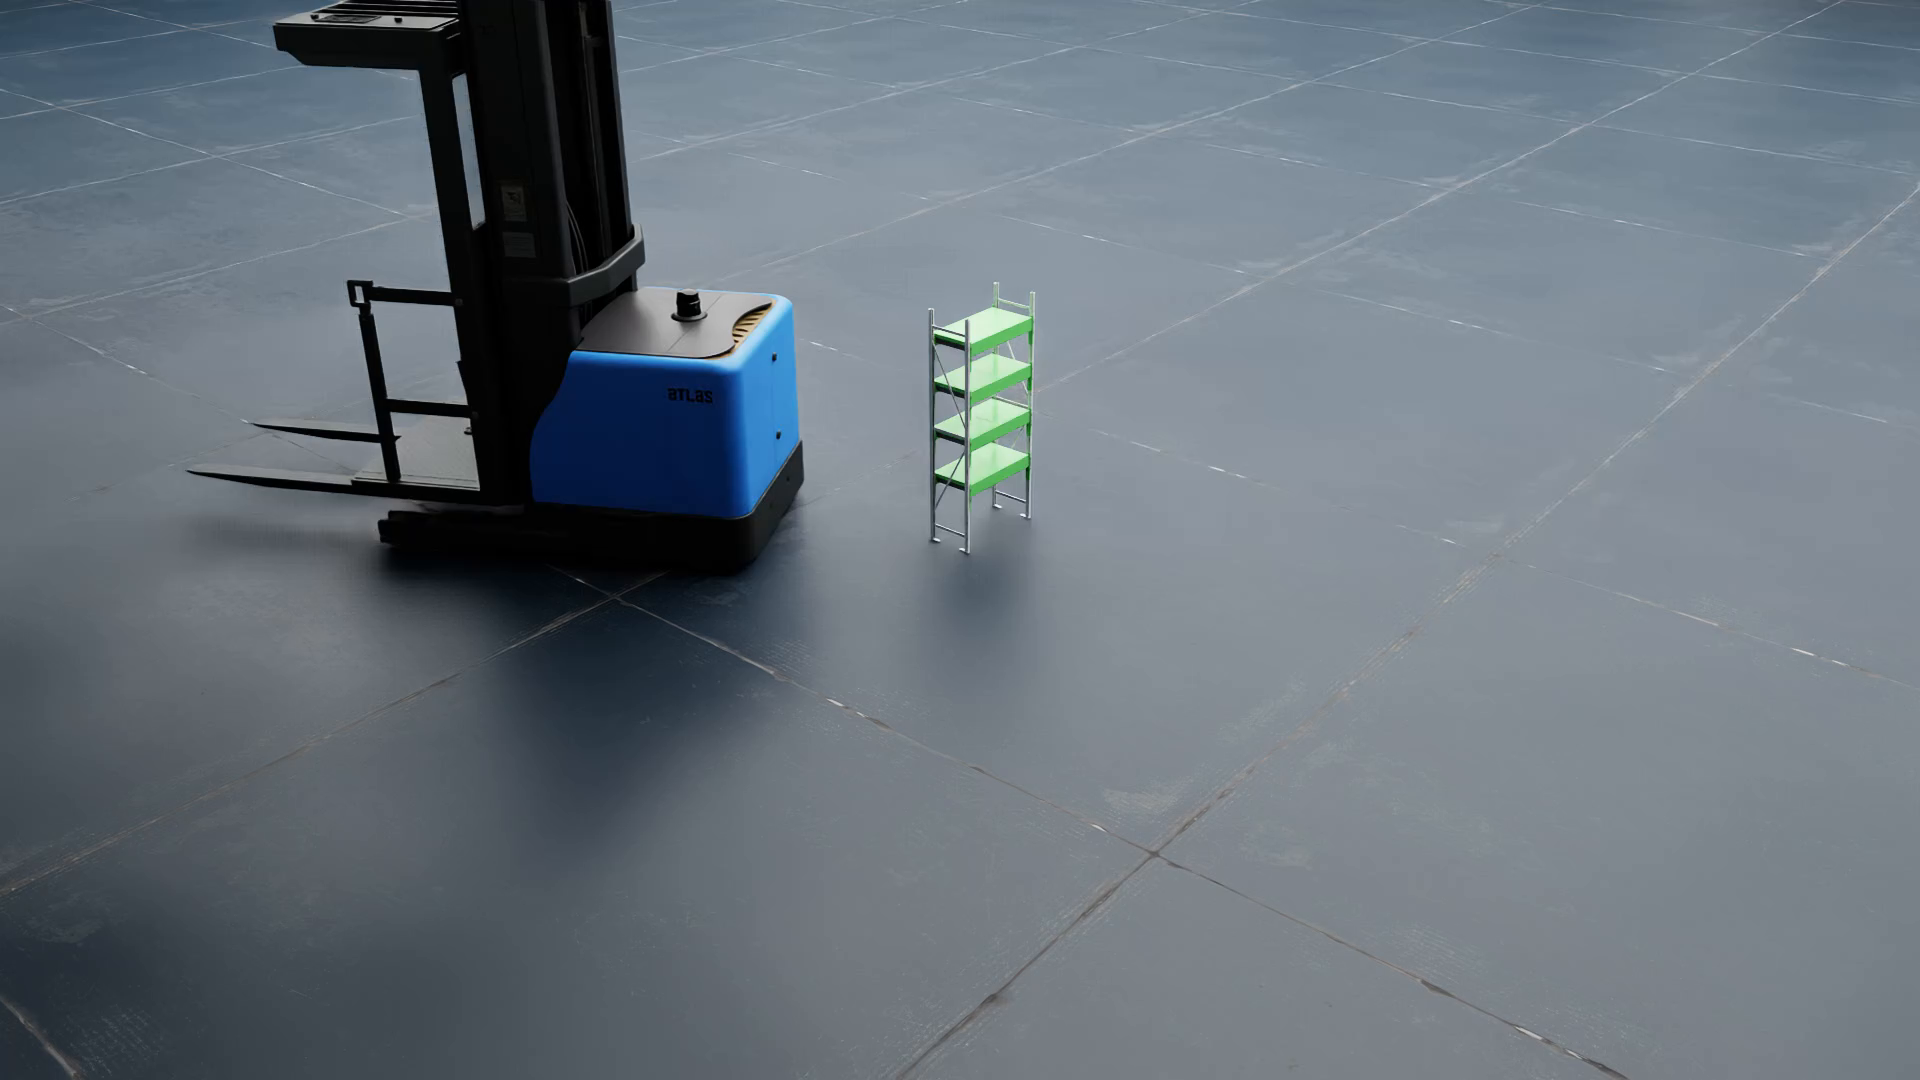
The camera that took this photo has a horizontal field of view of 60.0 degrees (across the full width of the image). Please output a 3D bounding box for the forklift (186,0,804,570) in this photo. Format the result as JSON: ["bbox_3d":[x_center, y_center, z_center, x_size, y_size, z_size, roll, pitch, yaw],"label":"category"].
[{"bbox_3d":[-2.383,-1.478,7.917,3.031,2.935,1.130,5,28,9],"label":"forklift"}]

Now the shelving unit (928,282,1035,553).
[{"bbox_3d":[0.105,-0.592,8.088,0.258,1.200,0.503,21,34,34],"label":"shelving unit"}]

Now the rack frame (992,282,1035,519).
[{"bbox_3d":[0.260,-0.678,8.255,0.240,1.200,0.015,21,34,34],"label":"rack frame"}]

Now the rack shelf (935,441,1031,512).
[{"bbox_3d":[0.105,-0.322,8.227,0.258,0.148,0.480,21,34,34],"label":"rack shelf"}]

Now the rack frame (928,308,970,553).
[{"bbox_3d":[-0.050,-0.505,7.921,0.240,1.200,0.015,21,34,34],"label":"rack frame"}]

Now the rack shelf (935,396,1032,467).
[{"bbox_3d":[0.105,-0.535,8.117,0.258,0.148,0.480,21,34,34],"label":"rack shelf"}]

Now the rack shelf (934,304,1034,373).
[{"bbox_3d":[0.105,-0.961,7.897,0.258,0.148,0.480,21,34,34],"label":"rack shelf"}]

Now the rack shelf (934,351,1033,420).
[{"bbox_3d":[0.105,-0.748,8.007,0.258,0.148,0.480,21,34,34],"label":"rack shelf"}]
